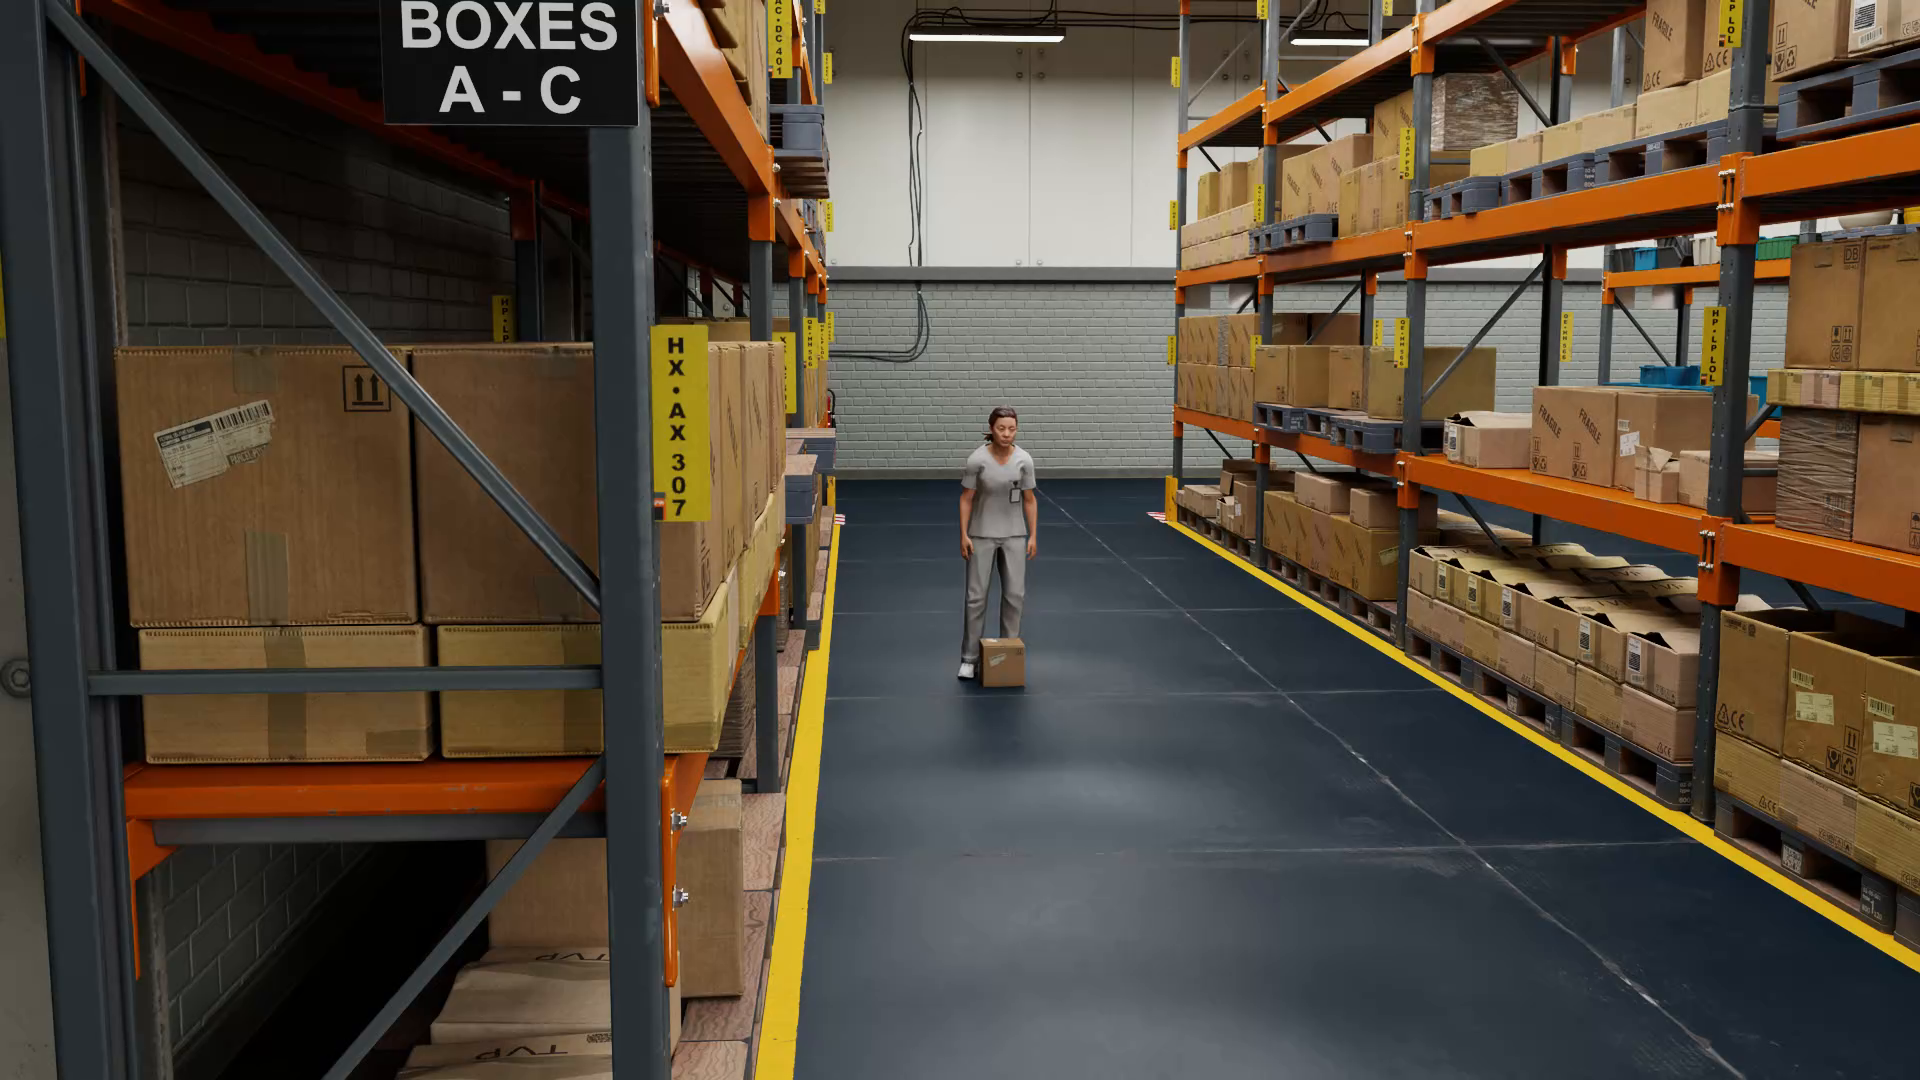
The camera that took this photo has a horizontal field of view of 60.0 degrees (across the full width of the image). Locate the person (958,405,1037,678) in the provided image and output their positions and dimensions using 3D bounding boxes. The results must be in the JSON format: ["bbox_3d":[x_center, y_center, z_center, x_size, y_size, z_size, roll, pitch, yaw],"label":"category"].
[{"bbox_3d":[0.232,0.008,10.197,0.512,1.671,0.417,-1,7,-8],"label":"person"}]
